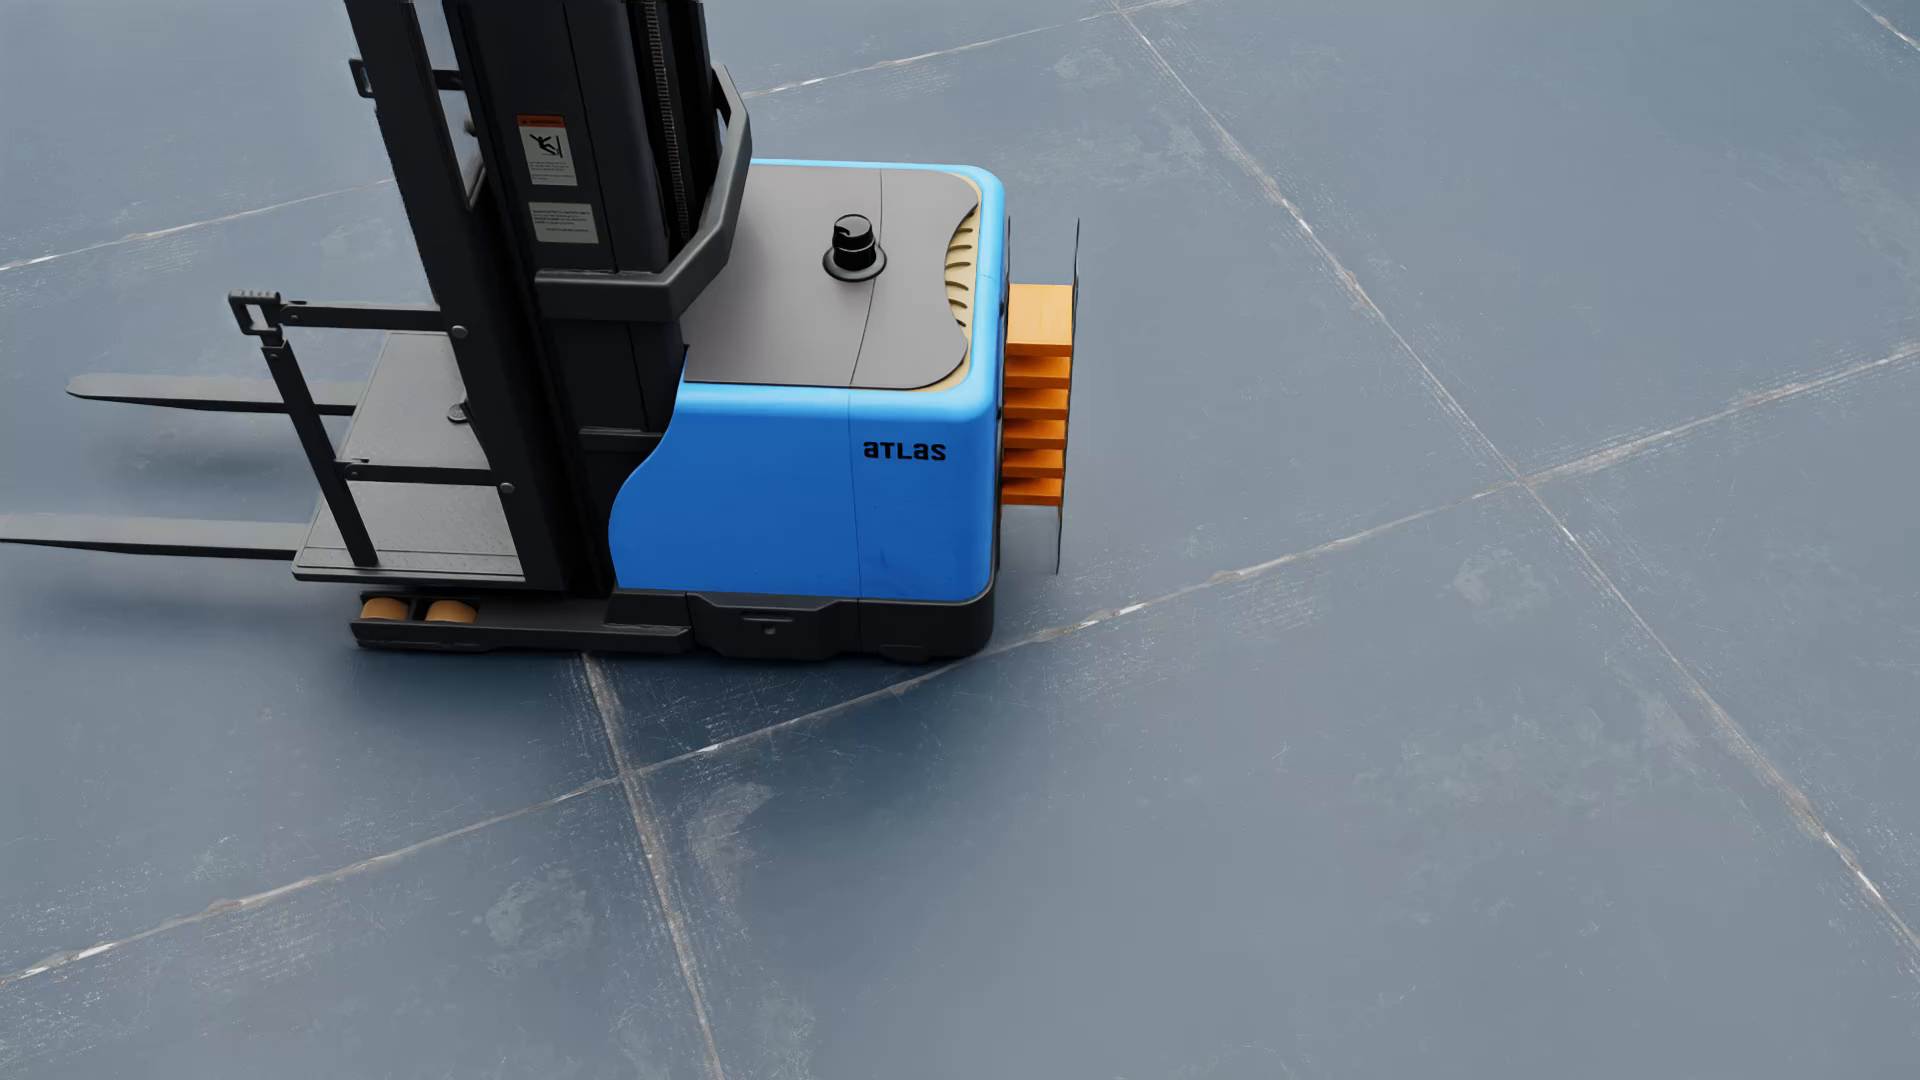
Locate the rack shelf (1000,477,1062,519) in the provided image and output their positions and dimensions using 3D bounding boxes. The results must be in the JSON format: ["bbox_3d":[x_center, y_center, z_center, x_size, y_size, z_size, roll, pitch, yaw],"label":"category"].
[{"bbox_3d":[0.217,-0.194,5.000,0.180,0.103,0.258,2,49,2],"label":"rack shelf"}]

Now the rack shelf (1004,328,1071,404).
[{"bbox_3d":[0.217,-0.506,4.636,0.180,0.103,0.258,2,49,2],"label":"rack shelf"}]

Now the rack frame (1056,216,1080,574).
[{"bbox_3d":[0.308,-0.375,4.781,0.006,1.200,0.240,2,49,2],"label":"rack frame"}]

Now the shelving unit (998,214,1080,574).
[{"bbox_3d":[0.217,-0.379,4.785,0.189,1.200,0.258,2,49,2],"label":"shelving unit"}]

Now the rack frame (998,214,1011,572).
[{"bbox_3d":[0.126,-0.383,4.788,0.006,1.200,0.240,2,49,2],"label":"rack frame"}]

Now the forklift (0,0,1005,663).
[{"bbox_3d":[-1.394,-1.021,4.195,3.031,2.935,1.130,2,49,2],"label":"forklift"}]

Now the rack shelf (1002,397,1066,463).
[{"bbox_3d":[0.217,-0.350,4.818,0.180,0.103,0.258,2,49,2],"label":"rack shelf"}]

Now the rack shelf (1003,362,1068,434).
[{"bbox_3d":[0.217,-0.428,4.727,0.180,0.103,0.258,2,49,2],"label":"rack shelf"}]

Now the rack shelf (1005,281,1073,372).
[{"bbox_3d":[0.217,-0.585,4.545,0.180,0.103,0.258,2,49,2],"label":"rack shelf"}]

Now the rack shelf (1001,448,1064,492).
[{"bbox_3d":[0.217,-0.272,4.909,0.180,0.103,0.258,2,49,2],"label":"rack shelf"}]
